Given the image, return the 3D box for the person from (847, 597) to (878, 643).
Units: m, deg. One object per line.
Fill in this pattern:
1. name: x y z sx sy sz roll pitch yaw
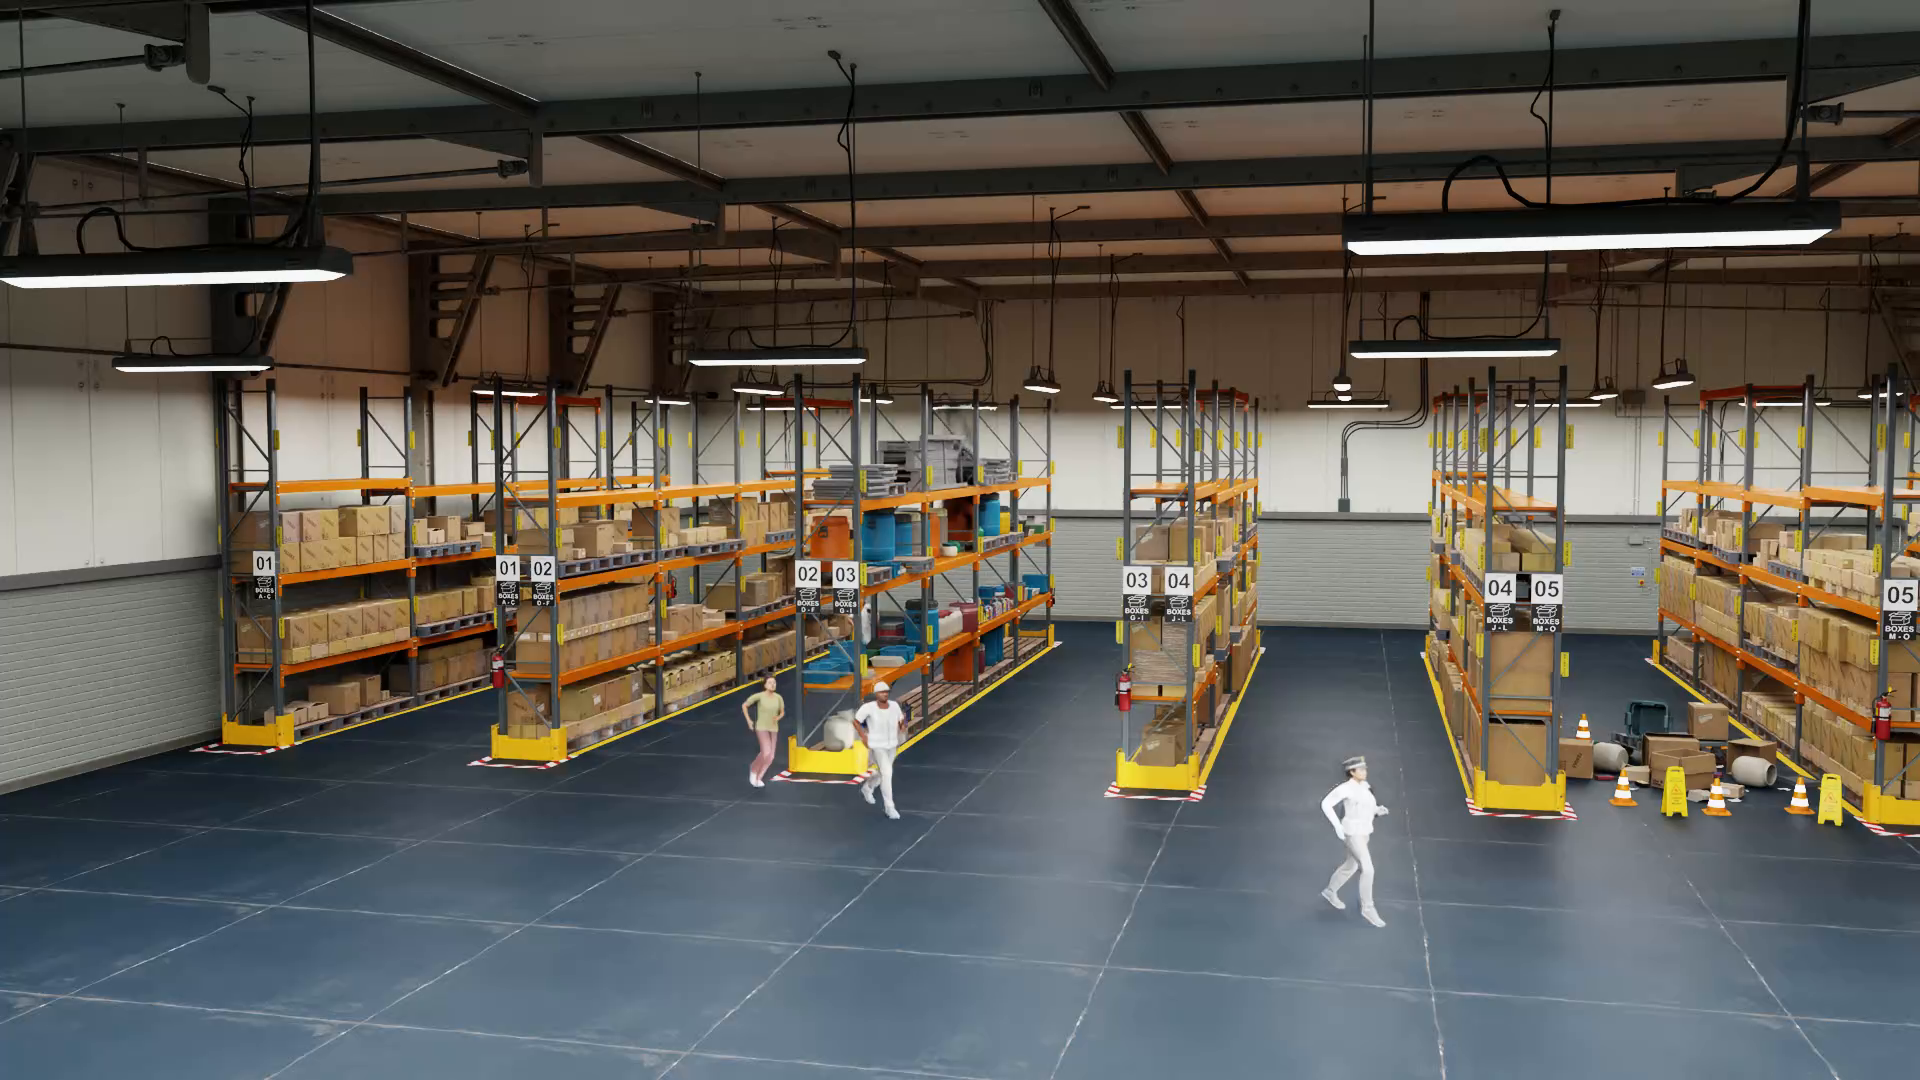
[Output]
1. person: -2.110 1.987 35.733 0.641 1.764 0.675 0 3 7

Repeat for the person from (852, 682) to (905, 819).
1. person: -1.037 2.777 22.311 0.682 1.781 0.915 -3 4 -37

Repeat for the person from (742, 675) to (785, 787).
1. person: -2.764 2.748 23.936 0.580 1.601 0.551 -3 4 -38

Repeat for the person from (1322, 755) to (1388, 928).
1. person: 4.119 3.110 17.364 0.808 1.729 0.587 3 5 42
